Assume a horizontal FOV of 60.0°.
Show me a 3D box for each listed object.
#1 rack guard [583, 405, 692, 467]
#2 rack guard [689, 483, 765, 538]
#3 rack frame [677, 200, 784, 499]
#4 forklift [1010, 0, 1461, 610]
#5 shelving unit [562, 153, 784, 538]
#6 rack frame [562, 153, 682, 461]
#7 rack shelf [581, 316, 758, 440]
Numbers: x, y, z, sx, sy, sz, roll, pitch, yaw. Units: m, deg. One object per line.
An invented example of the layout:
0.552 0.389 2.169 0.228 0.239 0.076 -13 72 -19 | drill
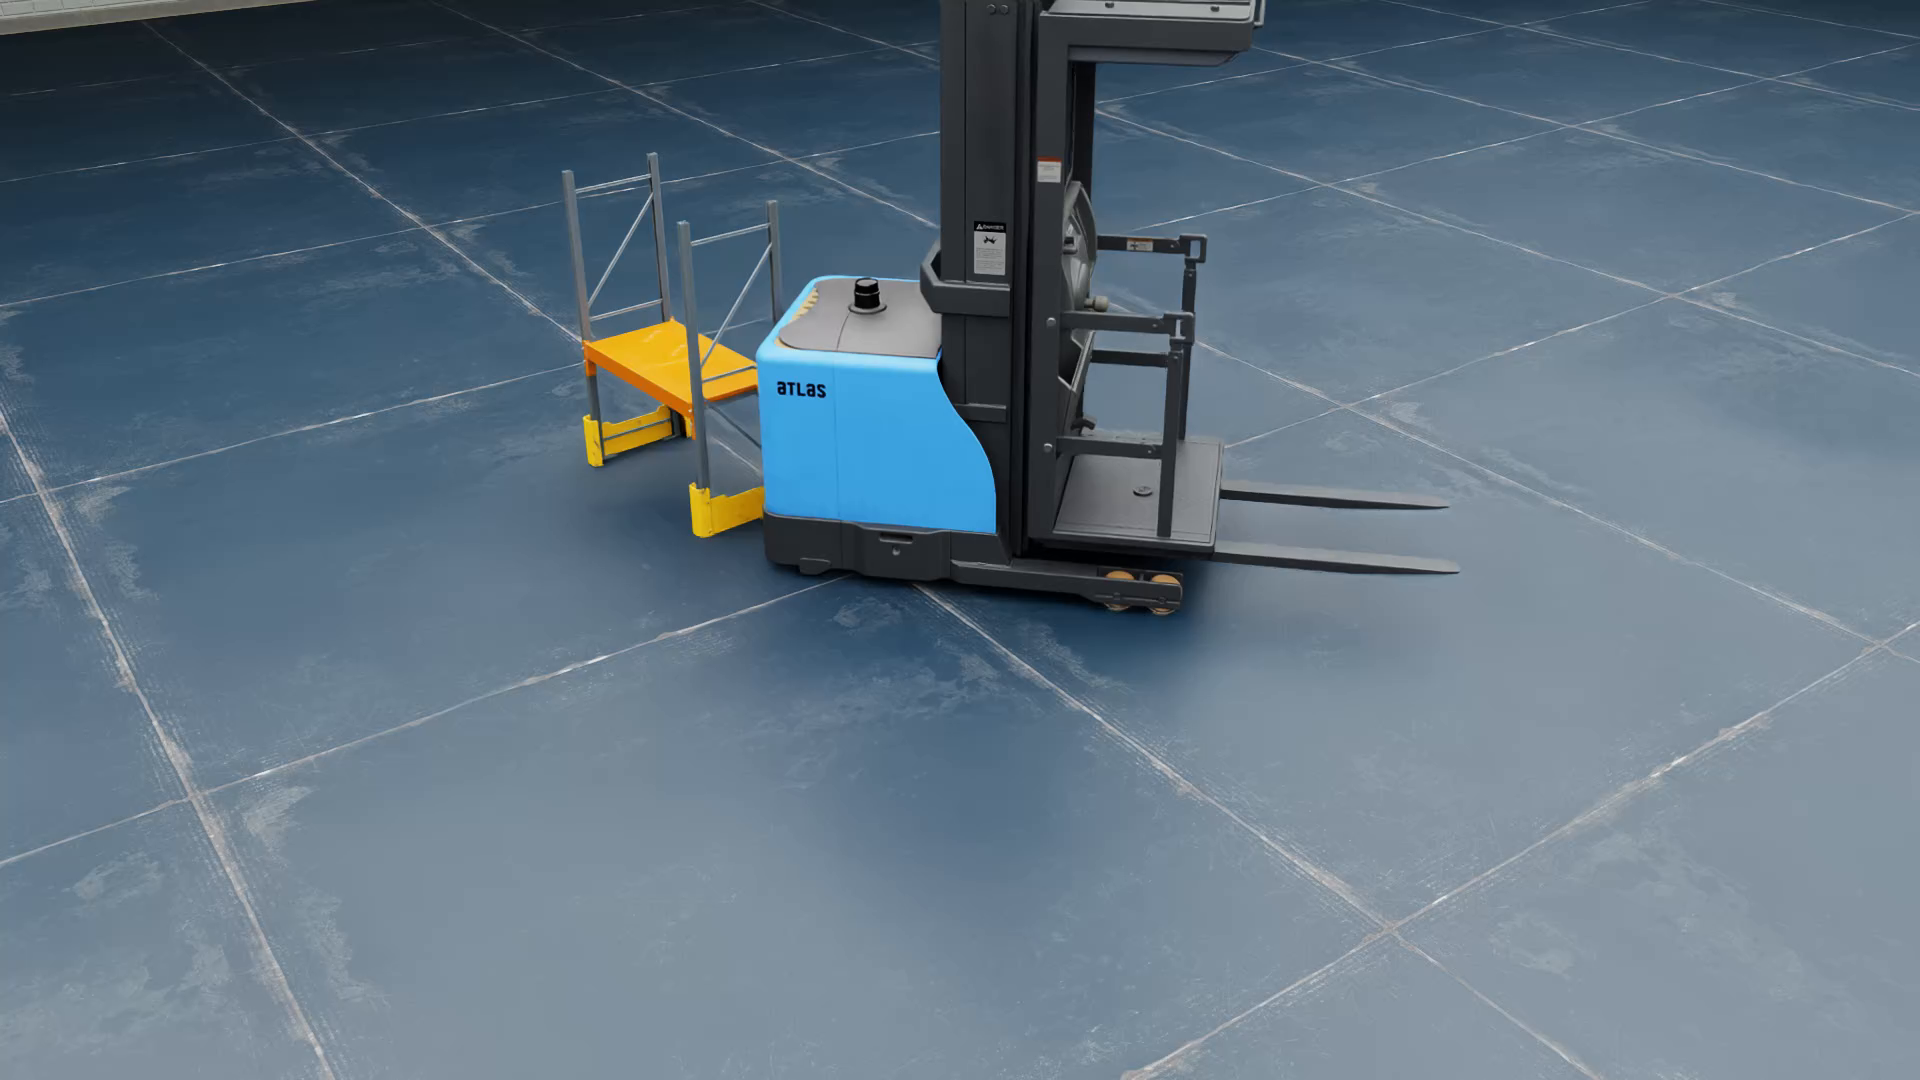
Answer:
-1.652 -0.583 8.562 0.587 0.250 0.087 -22 35 -35 | rack guard
-1.010 -0.220 7.893 0.587 0.250 0.087 -22 35 -35 | rack guard
-1.009 -0.769 7.594 0.500 1.500 0.032 -22 35 -35 | rack frame
0.688 -1.241 6.964 3.031 2.935 1.121 5 29 9 | forklift
-1.331 -0.951 7.929 0.587 1.500 1.083 -22 35 -35 | shelving unit
-1.665 -1.139 8.276 0.500 1.500 0.032 -22 35 -35 | rack frame
-1.337 -0.796 8.021 0.538 0.185 1.000 -22 35 -35 | rack shelf
